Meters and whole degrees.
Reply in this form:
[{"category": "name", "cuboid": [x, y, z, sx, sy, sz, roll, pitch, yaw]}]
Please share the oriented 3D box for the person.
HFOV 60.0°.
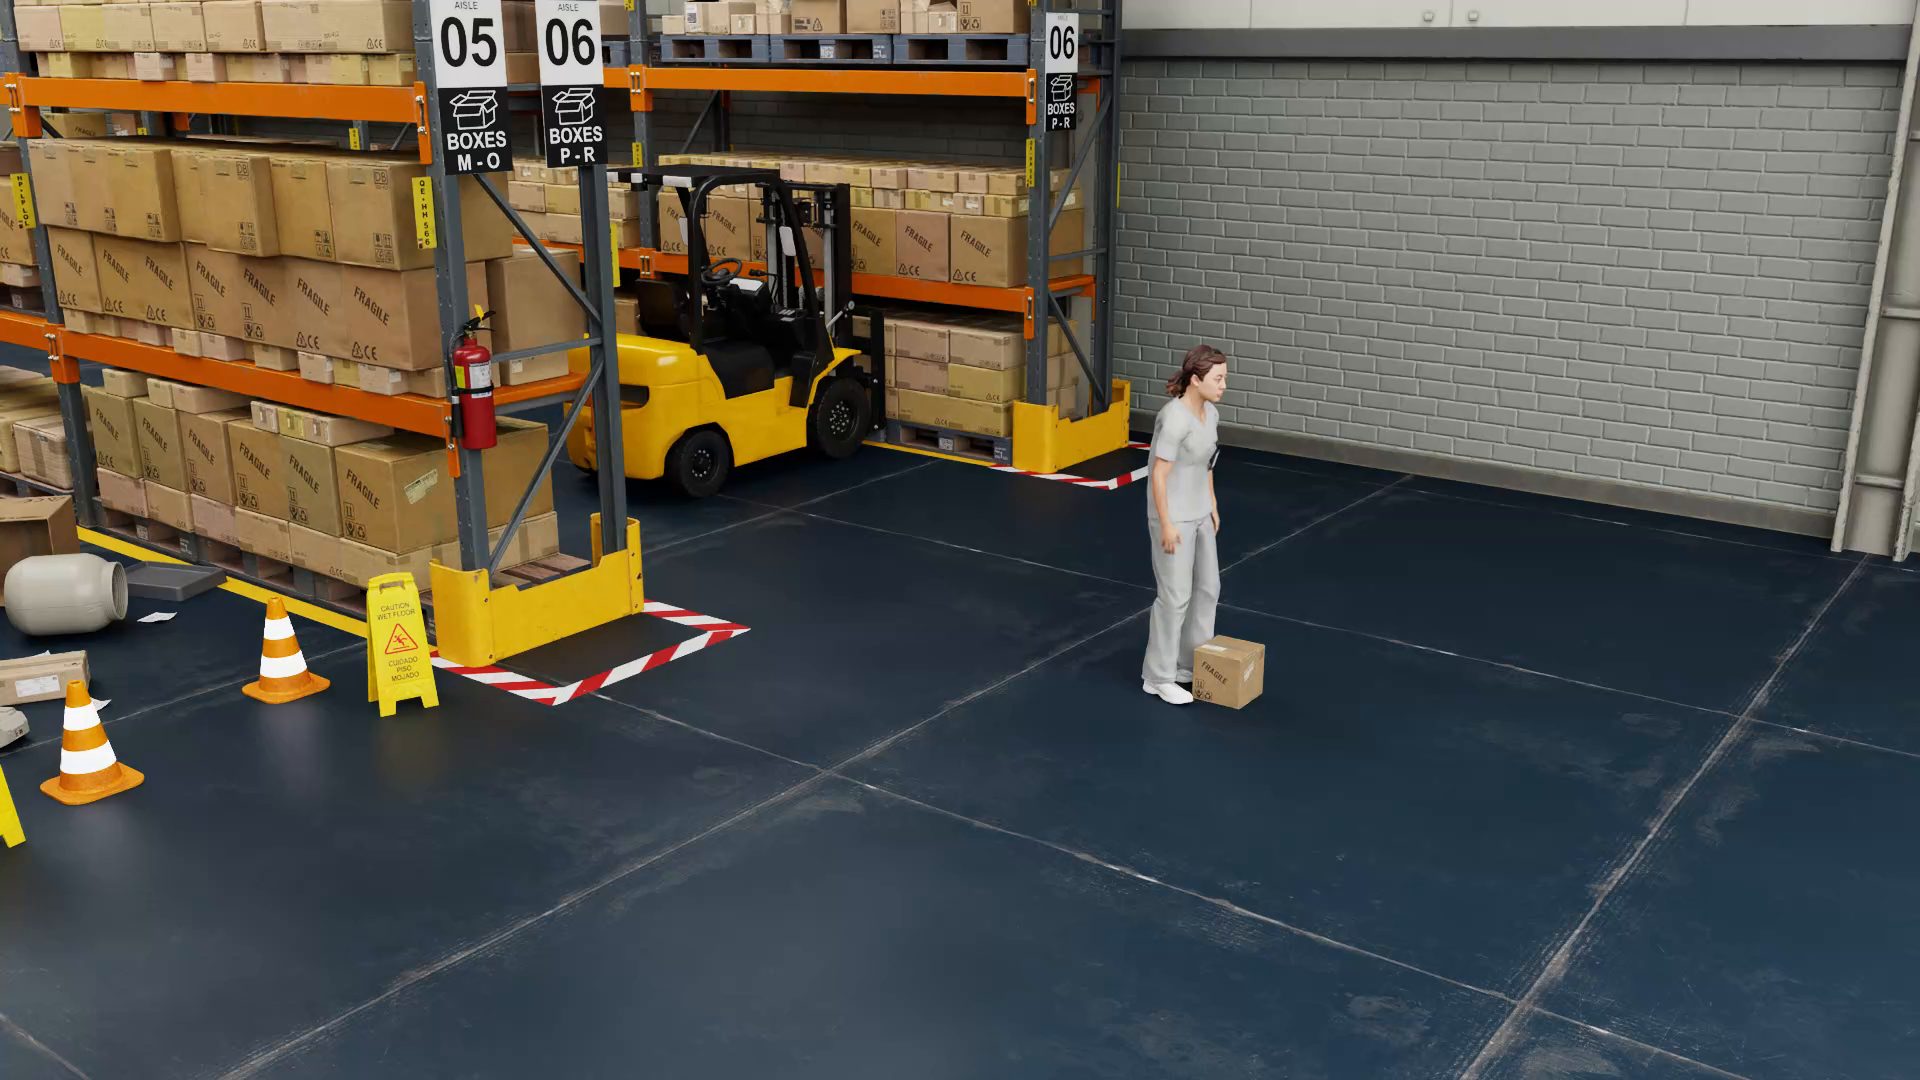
[{"category": "person", "cuboid": [1.092, -0.090, 7.841, 0.407, 1.672, 0.485, 12, 20, 35]}]
